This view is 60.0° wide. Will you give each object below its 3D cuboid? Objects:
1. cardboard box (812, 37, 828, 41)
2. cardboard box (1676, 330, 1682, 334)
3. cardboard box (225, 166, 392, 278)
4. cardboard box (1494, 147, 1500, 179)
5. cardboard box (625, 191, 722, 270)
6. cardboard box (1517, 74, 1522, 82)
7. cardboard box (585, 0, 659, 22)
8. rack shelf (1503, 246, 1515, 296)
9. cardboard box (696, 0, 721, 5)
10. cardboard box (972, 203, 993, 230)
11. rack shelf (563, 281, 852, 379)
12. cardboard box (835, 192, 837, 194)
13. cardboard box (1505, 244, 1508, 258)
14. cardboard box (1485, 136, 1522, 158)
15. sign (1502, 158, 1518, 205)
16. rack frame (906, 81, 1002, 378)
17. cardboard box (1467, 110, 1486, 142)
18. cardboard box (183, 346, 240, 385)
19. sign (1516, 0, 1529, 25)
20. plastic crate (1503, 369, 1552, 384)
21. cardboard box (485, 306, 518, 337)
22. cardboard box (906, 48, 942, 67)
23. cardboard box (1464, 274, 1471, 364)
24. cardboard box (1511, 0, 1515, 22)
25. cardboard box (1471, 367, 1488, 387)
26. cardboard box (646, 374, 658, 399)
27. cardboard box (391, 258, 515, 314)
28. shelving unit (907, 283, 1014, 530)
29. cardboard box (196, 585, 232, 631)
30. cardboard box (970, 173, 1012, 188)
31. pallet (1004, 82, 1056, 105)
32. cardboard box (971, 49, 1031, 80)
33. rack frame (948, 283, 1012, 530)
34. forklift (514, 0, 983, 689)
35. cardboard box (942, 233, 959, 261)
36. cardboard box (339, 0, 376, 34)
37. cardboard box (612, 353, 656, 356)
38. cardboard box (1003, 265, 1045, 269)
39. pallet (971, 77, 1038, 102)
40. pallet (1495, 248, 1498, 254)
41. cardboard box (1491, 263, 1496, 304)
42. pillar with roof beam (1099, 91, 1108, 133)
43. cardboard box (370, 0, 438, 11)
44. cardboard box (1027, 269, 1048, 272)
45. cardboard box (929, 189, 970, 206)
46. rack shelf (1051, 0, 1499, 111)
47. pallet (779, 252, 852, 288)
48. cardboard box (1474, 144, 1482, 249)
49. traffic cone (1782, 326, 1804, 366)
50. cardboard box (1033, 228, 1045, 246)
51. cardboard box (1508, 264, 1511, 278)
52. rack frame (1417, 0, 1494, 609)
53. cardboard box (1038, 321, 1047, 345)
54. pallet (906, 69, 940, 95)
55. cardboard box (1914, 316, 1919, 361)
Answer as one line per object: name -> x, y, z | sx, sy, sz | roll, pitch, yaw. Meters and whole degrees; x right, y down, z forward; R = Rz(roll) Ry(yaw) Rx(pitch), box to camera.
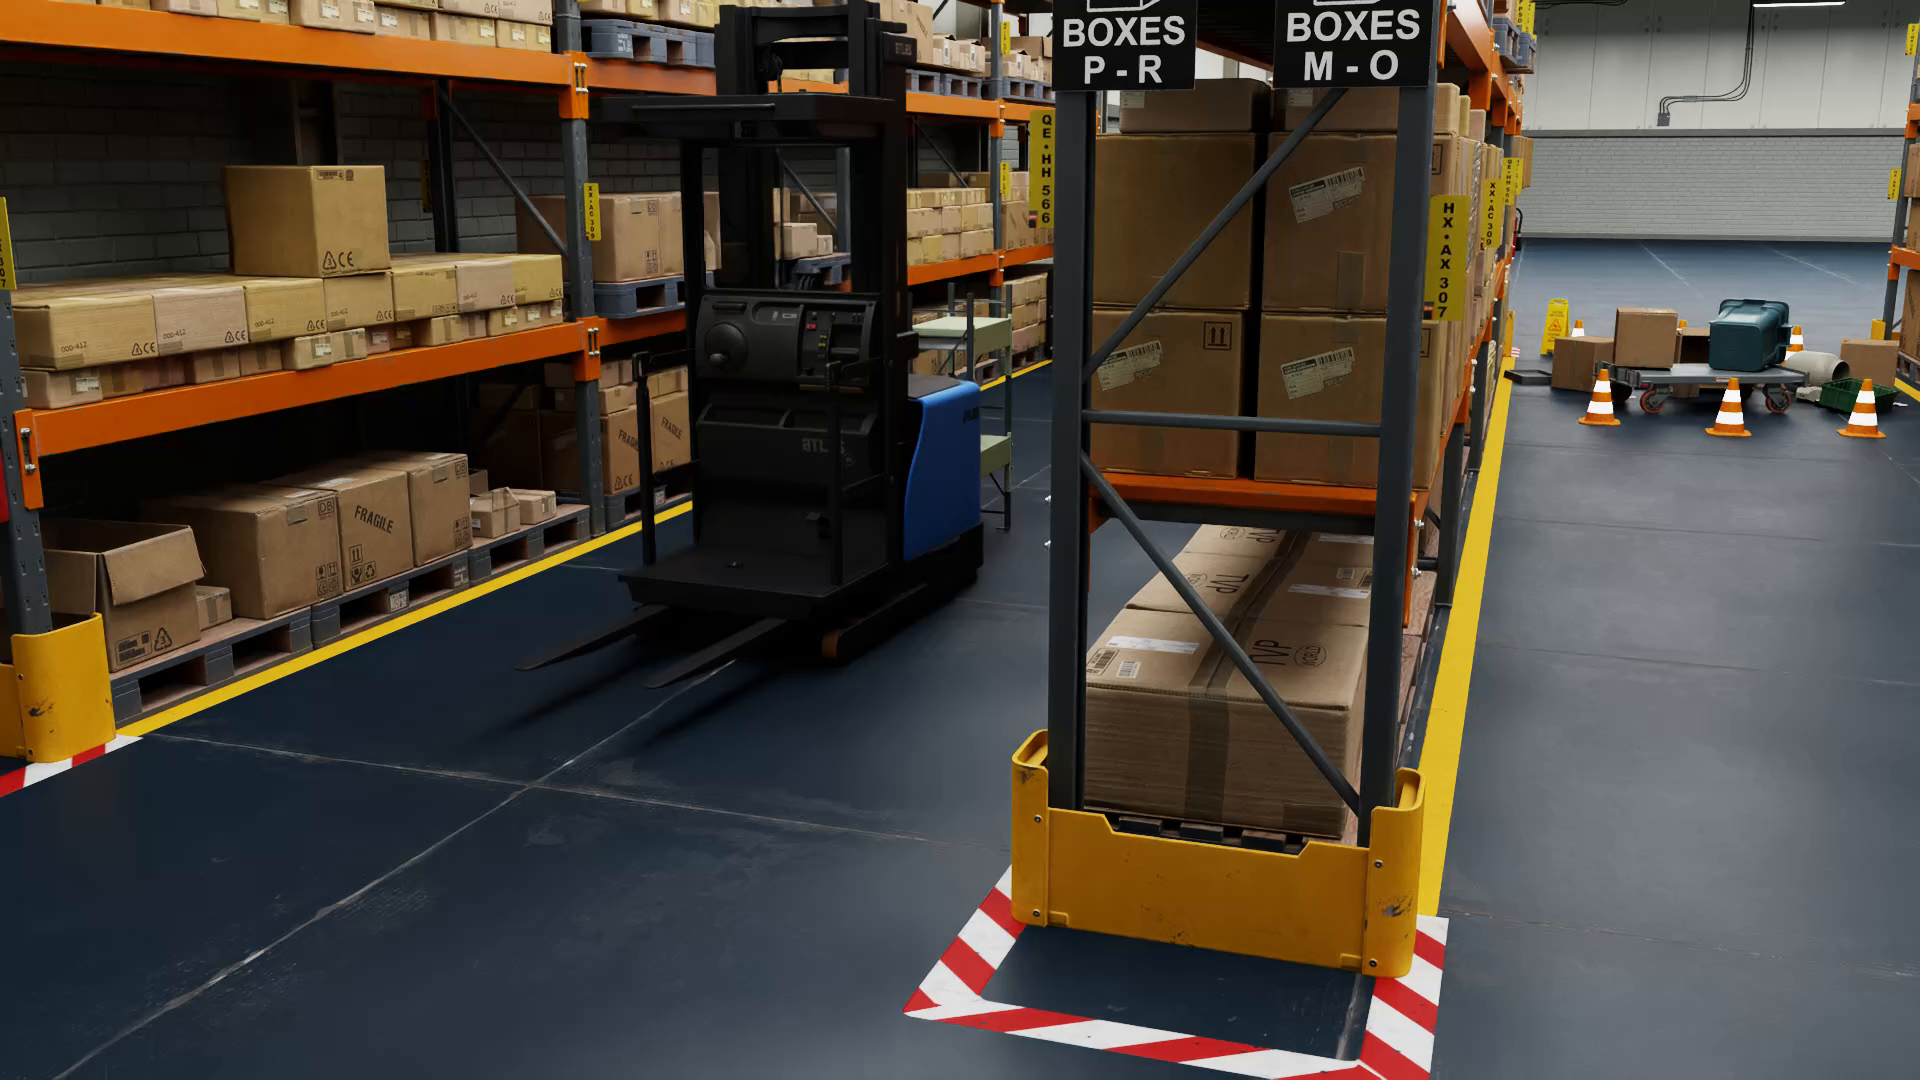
cardboard box -> -1.244, -3.852, 12.824 | 0.380, 0.149, 0.250 | 5, 14, 20
cardboard box -> 7.757, -1.919, 17.265 | 0.797, 0.503, 0.637 | -5, 14, -21
cardboard box -> -3.058, -1.506, 7.827 | 0.500, 0.500, 0.500 | 5, 14, 20
cardboard box -> 3.096, -2.200, 10.413 | 0.500, 0.500, 0.500 | 4, 14, 18
cardboard box -> -1.861, -2.132, 11.418 | 0.700, 0.500, 0.500 | 4, 14, 18
cardboard box -> 5.037, -4.453, 15.686 | 0.500, 0.250, 0.500 | 4, 13, 17
cardboard box -> -2.072, -3.258, 10.178 | 0.380, 0.149, 0.250 | 4, 14, 19
rack shelf -> 5.283, -2.916, 17.642 | 1.077, 0.370, 4.000 | 4, 14, 18
cardboard box -> -1.787, -3.564, 10.850 | 0.380, 0.149, 0.250 | 4, 14, 19
cardboard box -> 0.021, -3.251, 16.706 | 0.500, 0.250, 0.500 | 4, 13, 17
rack shelf -> -2.004, -1.589, 11.824 | 1.077, 0.370, 4.000 | 4, 14, 18
cardboard box -> -1.151, -3.028, 14.831 | 0.380, 0.149, 0.250 | 4, 14, 18
cardboard box -> 5.041, -2.767, 15.934 | 0.380, 0.149, 0.250 | 4, 14, 18
cardboard box -> 4.983, -3.604, 15.899 | 0.700, 0.500, 0.500 | 4, 14, 18
sign -> 3.868, -2.529, 11.726 | 0.100, 0.325, 0.005 | 4, 14, 18
rack frame -> -0.062, -3.203, 17.279 | 1.000, 3.000, 0.127 | 4, 14, 18
cardboard box -> 2.249, -1.926, 7.758 | 0.380, 0.149, 0.250 | 4, 13, 17
cardboard box -> -3.349, -0.767, 7.170 | 0.380, 0.149, 0.250 | 5, 14, 20
sign -> 3.864, -3.715, 11.444 | 0.100, 0.325, 0.005 | 4, 14, 18
plastic crate -> 5.919, -1.694, 17.231 | 0.402, 0.080, 0.583 | 0, 13, -1
cardboard box -> -2.640, -1.198, 9.059 | 0.380, 0.149, 0.250 | 5, 14, 20
cardboard box -> -0.380, -4.380, 15.093 | 0.380, 0.149, 0.250 | 4, 14, 18
cardboard box -> 1.978, -0.986, 7.341 | 0.500, 0.500, 0.500 | 4, 13, 17
cardboard box -> 3.045, -3.328, 9.918 | 0.500, 0.500, 0.500 | 4, 14, 19
cardboard box -> 3.765, -1.202, 13.474 | 0.950, 0.372, 0.625 | 4, 13, 17
cardboard box -> -2.194, -0.996, 10.825 | 0.380, 0.149, 0.250 | 4, 13, 15
cardboard box -> -2.733, -1.359, 8.869 | 0.500, 0.250, 0.500 | 4, 14, 19
shelving unit -> 0.002, -0.733, 9.827 | 0.431, 1.500, 0.755 | 4, 14, 18
cardboard box -> -3.483, 0.300, 7.393 | 0.380, 0.149, 0.250 | 4, 13, 16
cardboard box -> 0.321, -3.758, 17.363 | 0.380, 0.149, 0.250 | 5, 14, 20
pallet -> 0.586, -5.059, 18.872 | 1.003, 0.211, 1.213 | 4, 14, 18
cardboard box -> 0.437, -5.033, 17.588 | 0.500, 0.311, 0.500 | 5, 14, 20
rack frame -> 0.121, -0.810, 10.165 | 0.400, 1.500, 0.023 | 4, 14, 18
forklift -> -0.910, -0.975, 7.674 | 1.130, 2.935, 3.031 | 5, 14, 22
cardboard box -> -0.325, -2.796, 15.834 | 0.500, 0.250, 0.500 | 4, 14, 19
cardboard box -> -2.958, -2.435, 7.739 | 0.380, 0.149, 0.250 | 5, 14, 20
cardboard box -> -2.316, -1.246, 11.920 | 0.380, 0.149, 0.250 | 4, 13, 16
cardboard box -> 0.739, -3.204, 20.271 | 0.500, 0.250, 0.500 | 4, 14, 18
pallet -> 0.189, -4.803, 17.750 | 1.003, 0.211, 1.213 | 4, 14, 18
pallet -> 3.943, -2.330, 13.887 | 1.003, 0.211, 1.213 | 4, 14, 18
cardboard box -> 3.273, -1.697, 11.019 | 0.500, 0.250, 0.500 | 5, 14, 19
pillar with roof beam -> 6.169, -7.841, 24.120 | 9.100, 9.000, 0.400 | 4, 14, 18
cardboard box -> -2.905, -2.716, 8.073 | 0.500, 0.250, 0.500 | 5, 14, 20
cardboard box -> 1.064, -3.062, 19.652 | 0.500, 0.250, 0.500 | 5, 14, 19
cardboard box -> -0.118, -3.311, 16.073 | 0.380, 0.149, 0.250 | 4, 13, 17
rack shelf -> 1.400, -1.852, 6.238 | 1.077, 0.370, 4.000 | 4, 14, 18
pallet -> -1.509, -2.119, 12.963 | 1.213, 0.211, 1.003 | 4, 14, 18
cardboard box -> 1.984, -1.472, 7.226 | 0.500, 0.500, 0.500 | 4, 13, 18
traffic cone -> 9.131, -2.107, 18.179 | 0.336, 0.463, 0.334 | 4, 14, 18
cardboard box -> 0.644, -3.544, 18.548 | 0.500, 0.500, 0.500 | 4, 14, 18
cardboard box -> 5.862, -2.965, 18.329 | 0.380, 0.149, 0.250 | 5, 14, 20
rack frame -> 2.047, -1.162, 8.337 | 1.000, 3.000, 0.127 | 4, 14, 18
cardboard box -> 0.709, -2.362, 18.832 | 0.500, 0.250, 0.500 | 5, 14, 19
pallet -> -0.863, -4.116, 14.963 | 1.003, 0.211, 1.213 | 5, 14, 21
cardboard box -> 10.207, -2.189, 16.669 | 0.875, 0.875, 0.875 | 4, 13, 18
